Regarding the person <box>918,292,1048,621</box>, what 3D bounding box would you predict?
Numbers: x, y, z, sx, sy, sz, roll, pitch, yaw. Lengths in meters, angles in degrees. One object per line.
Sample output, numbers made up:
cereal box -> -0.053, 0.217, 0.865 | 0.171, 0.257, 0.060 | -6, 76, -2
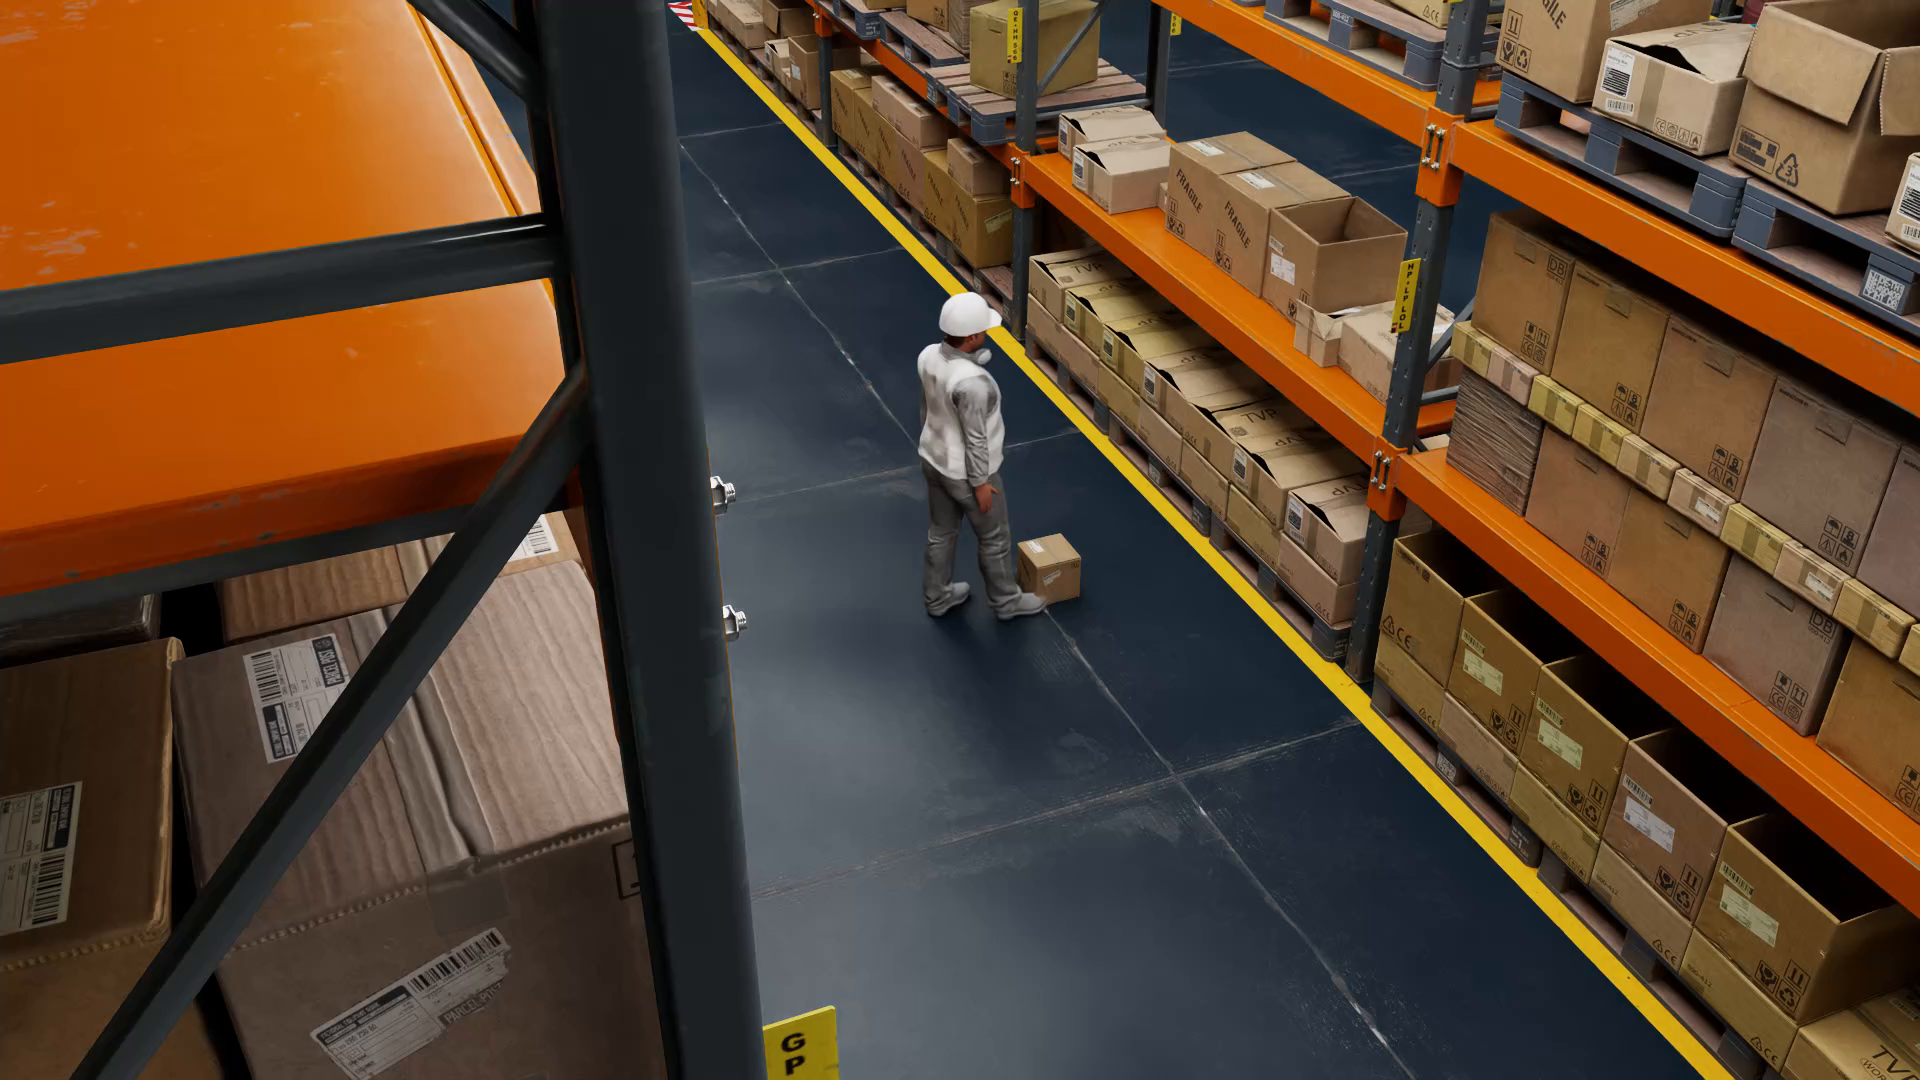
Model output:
person -> 0.086, -0.418, 8.123 | 0.589, 1.767, 0.574 | -20, 38, -27
